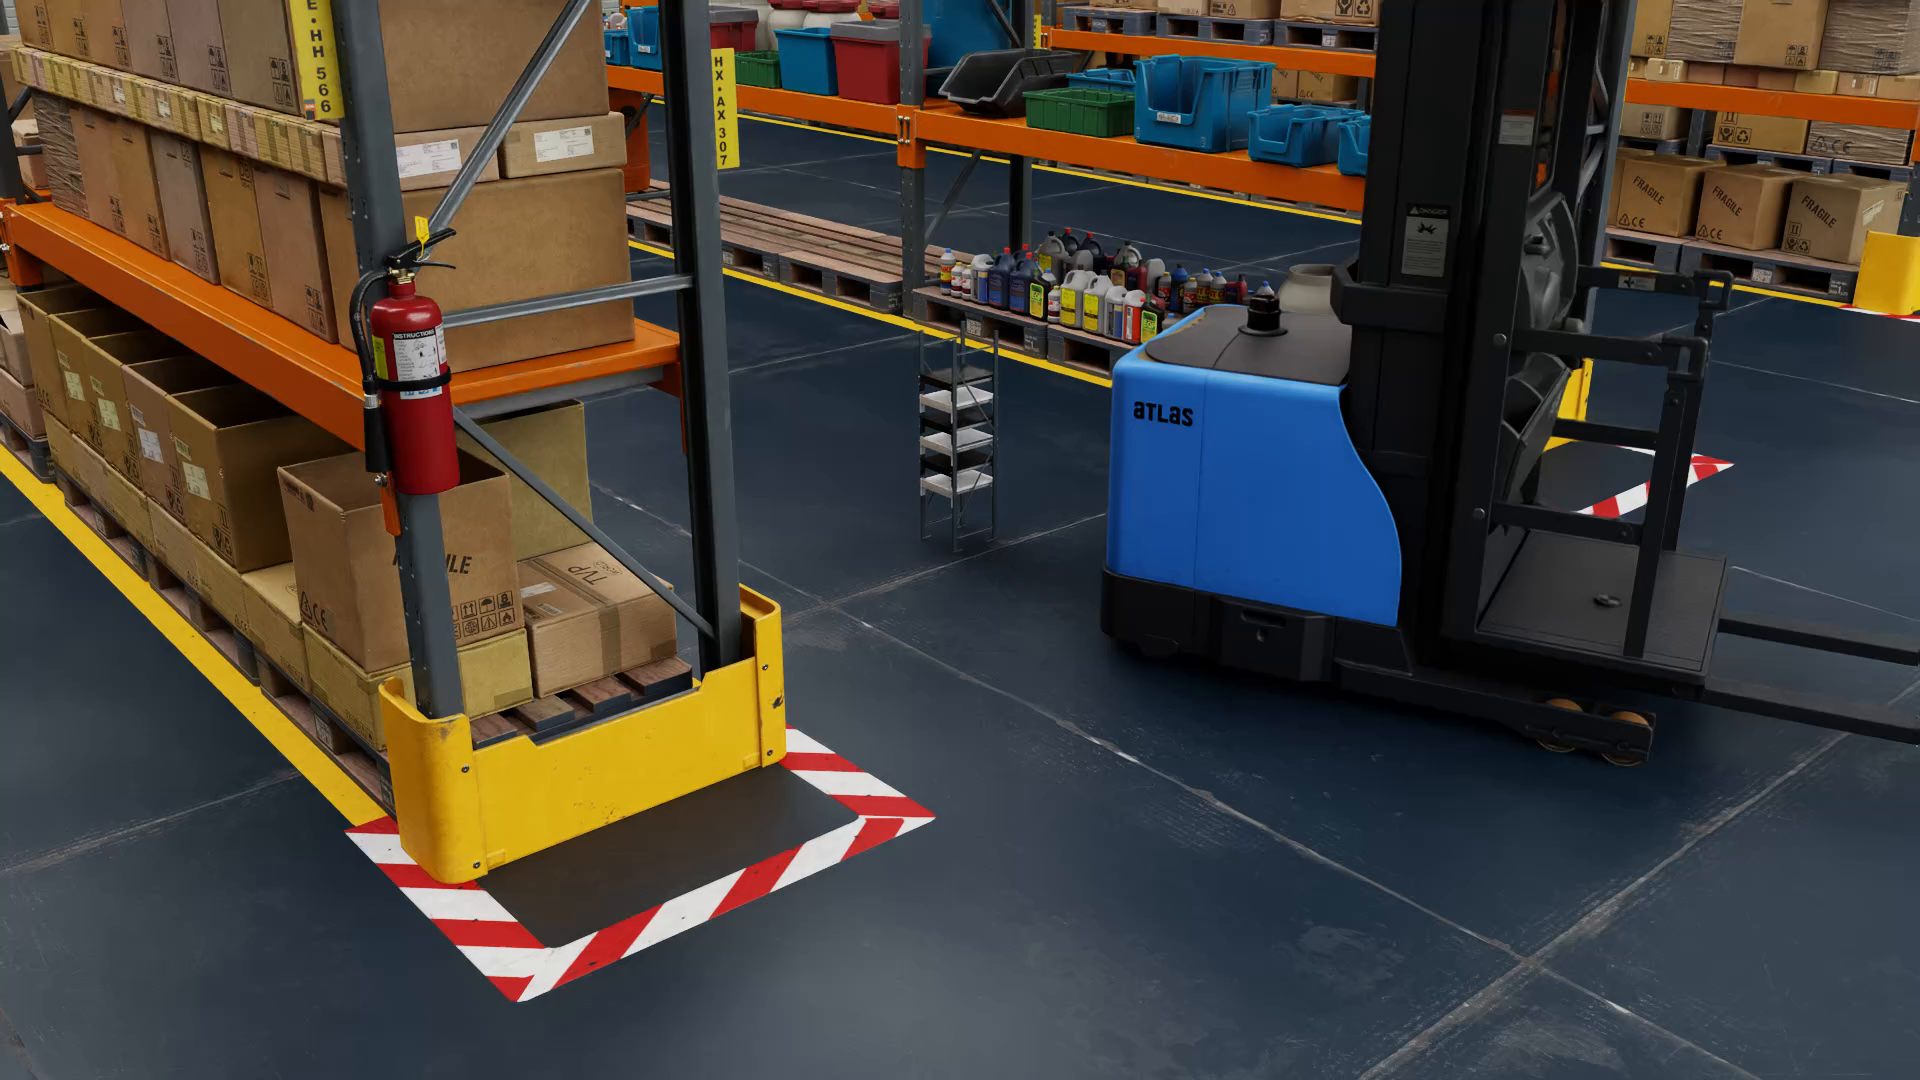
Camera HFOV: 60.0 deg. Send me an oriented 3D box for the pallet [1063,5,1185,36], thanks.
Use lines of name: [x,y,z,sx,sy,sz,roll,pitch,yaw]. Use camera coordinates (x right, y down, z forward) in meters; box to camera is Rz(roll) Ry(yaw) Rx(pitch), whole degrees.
pallet: [1.739,-4.940,15.748,1.213,0.211,1.003,-17,27,-37]

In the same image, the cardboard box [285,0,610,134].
cardboard box: [-1.422,-1.431,4.609,0.700,0.500,0.500,-17,27,-37]

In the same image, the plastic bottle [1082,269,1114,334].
plastic bottle: [0.787,-1.346,9.336,0.144,0.351,0.185,-16,27,-35]

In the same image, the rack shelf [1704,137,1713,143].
rack shelf: [8.769,-7.552,22.153,10.930,2.616,8.131,-17,27,-37]

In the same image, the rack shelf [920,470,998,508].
rack shelf: [-0.005,-0.223,6.903,0.258,0.077,0.200,-17,27,-37]

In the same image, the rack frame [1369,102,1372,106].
rack frame: [5.014,-6.353,19.092,0.949,2.616,0.053,-17,27,-37]

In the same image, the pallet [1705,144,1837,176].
pallet: [8.065,-3.722,16.197,1.003,0.211,1.213,-17,27,-37]

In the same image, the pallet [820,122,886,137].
pallet: [-0.857,-4.813,18.982,1.003,0.211,1.213,-17,27,-37]

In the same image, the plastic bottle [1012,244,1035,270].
plastic bottle: [0.374,-1.601,9.987,0.144,0.351,0.185,-17,27,-37]

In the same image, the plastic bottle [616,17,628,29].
plastic bottle: [-2.712,-4.125,13.572,0.152,0.276,0.135,-17,27,-37]

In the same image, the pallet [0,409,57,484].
pallet: [-4.213,-0.635,8.315,1.003,0.211,1.213,-17,27,-37]

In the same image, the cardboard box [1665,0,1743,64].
cardboard box: [5.366,-3.592,11.498,0.875,0.500,0.500,-17,27,-37]

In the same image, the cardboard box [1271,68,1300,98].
cardboard box: [4.053,-5.650,20.147,0.500,0.500,0.500,-16,27,-35]

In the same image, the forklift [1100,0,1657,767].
forklift: [2.053,-0.881,5.214,3.031,2.935,1.130,11,24,25]

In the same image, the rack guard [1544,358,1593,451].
rack guard: [2.578,-0.658,7.978,1.175,0.500,0.348,-17,27,-37]

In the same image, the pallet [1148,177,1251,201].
pallet: [2.494,-3.350,15.247,1.003,0.211,1.213,-17,27,-37]

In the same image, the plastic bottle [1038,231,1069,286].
plastic bottle: [0.582,-1.745,10.355,0.144,0.351,0.185,-17,27,-37]

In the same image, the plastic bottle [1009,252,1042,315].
plastic bottle: [0.388,-1.514,9.767,0.144,0.351,0.185,-19,28,-40]

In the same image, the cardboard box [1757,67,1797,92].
cardboard box: [5.556,-3.102,11.136,0.380,0.149,0.250,-17,27,-37]

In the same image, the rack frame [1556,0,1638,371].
rack frame: [2.663,-1.812,7.497,1.000,3.000,0.127,-17,27,-37]

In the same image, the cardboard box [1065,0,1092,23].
cardboard box: [1.082,-5.447,16.641,0.500,0.500,0.500,-16,27,-36]

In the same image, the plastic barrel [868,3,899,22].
plastic barrel: [-0.406,-3.297,11.102,0.433,0.535,0.433,0,21,0]

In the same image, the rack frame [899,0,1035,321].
rack frame: [0.052,-2.917,10.319,1.000,3.000,0.127,-17,27,-37]

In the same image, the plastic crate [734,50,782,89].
plastic crate: [-1.299,-3.232,11.414,0.450,0.188,0.662,-17,27,-37]

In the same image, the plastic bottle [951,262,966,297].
plastic bottle: [-0.006,-1.598,10.186,0.097,0.201,0.097,0,21,0]

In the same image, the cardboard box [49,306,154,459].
cardboard box: [-3.305,-0.664,6.733,0.500,0.500,0.500,-17,27,-37]

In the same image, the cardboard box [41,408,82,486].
cardboard box: [-3.630,-0.454,7.224,0.500,0.250,0.500,-17,27,-37]

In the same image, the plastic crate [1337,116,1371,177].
plastic crate: [2.110,-1.810,7.695,0.499,0.251,0.616,-17,27,-37]

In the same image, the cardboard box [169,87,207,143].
cardboard box: [-2.332,-1.400,5.419,0.380,0.149,0.250,-17,27,-36]

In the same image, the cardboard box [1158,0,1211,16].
cardboard box: [2.113,-4.809,14.779,0.500,0.250,0.500,-18,28,-39]

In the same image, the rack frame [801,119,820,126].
rack frame: [-1.418,-6.306,18.972,1.000,3.000,0.127,-17,27,-37]

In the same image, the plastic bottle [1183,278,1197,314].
plastic bottle: [1.362,-1.439,9.778,0.097,0.201,0.097,0,21,0]

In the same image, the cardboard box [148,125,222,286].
cardboard box: [-2.400,-1.239,5.898,0.700,0.500,0.500,-16,27,-36]

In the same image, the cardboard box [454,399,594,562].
cardboard box: [-1.601,-0.237,5.642,0.500,0.500,0.500,-17,27,-37]

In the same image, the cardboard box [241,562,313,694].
cardboard box: [-2.001,0.238,5.458,0.500,0.250,0.500,-17,27,-37]

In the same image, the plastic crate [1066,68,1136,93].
plastic crate: [0.980,-2.607,9.730,0.499,0.251,0.616,-17,27,-37]

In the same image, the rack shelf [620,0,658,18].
rack shelf: [-2.723,-6.524,20.514,1.077,0.370,4.000,-17,27,-37]

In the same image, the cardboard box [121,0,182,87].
cardboard box: [-2.426,-1.852,5.685,0.700,0.500,0.500,-17,27,-37]

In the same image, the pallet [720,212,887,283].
pallet: [-1.291,-2.164,12.218,1.003,0.211,1.213,-17,27,-37]

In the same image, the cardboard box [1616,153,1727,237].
cardboard box: [5.210,-2.534,12.191,0.500,0.500,0.500,-14,26,-33]

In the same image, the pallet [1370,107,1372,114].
pallet: [5.474,-4.820,19.000,1.003,0.211,1.213,-17,27,-37]

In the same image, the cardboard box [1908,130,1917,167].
cardboard box: [9.170,-3.764,14.819,0.875,0.875,0.875,-18,28,-38]

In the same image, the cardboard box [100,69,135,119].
cardboard box: [-2.830,-1.612,5.960,0.380,0.149,0.250,-18,28,-39]

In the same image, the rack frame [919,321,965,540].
rack frame: [-0.072,-0.449,6.897,0.240,0.900,0.006,-17,27,-37]

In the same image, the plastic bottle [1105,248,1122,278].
plastic bottle: [0.954,-1.660,10.230,0.061,0.283,0.133,-15,26,-34]

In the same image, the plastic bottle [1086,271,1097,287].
plastic bottle: [0.761,-1.404,9.588,0.152,0.276,0.135,-17,27,-37]

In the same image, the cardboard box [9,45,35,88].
cardboard box: [-3.674,-1.967,6.867,0.380,0.149,0.250,-18,27,-38]

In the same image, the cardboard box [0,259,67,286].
cardboard box: [-4.853,-1.240,8.461,0.500,0.311,0.500,-18,27,-38]

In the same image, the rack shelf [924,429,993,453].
rack shelf: [-0.005,-0.409,6.830,0.221,0.026,0.190,-17,27,-37]

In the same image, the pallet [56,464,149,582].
pallet: [-3.216,-0.211,7.233,1.003,0.211,1.213,-17,27,-37]

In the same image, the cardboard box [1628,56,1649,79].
cardboard box: [4.904,-3.379,11.842,0.380,0.149,0.250,-17,27,-37]

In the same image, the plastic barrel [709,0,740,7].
plastic barrel: [-1.726,-3.841,12.524,0.421,0.512,0.421,0,21,0]

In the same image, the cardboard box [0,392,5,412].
cardboard box: [-4.522,-0.840,8.210,0.500,0.250,0.500,-18,28,-38]

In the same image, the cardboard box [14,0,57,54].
cardboard box: [-3.409,-2.268,6.747,0.700,0.500,0.500,-17,27,-37]

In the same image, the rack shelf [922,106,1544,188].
rack shelf: [1.358,-2.120,9.003,0.919,0.124,3.809,-17,27,-37]
